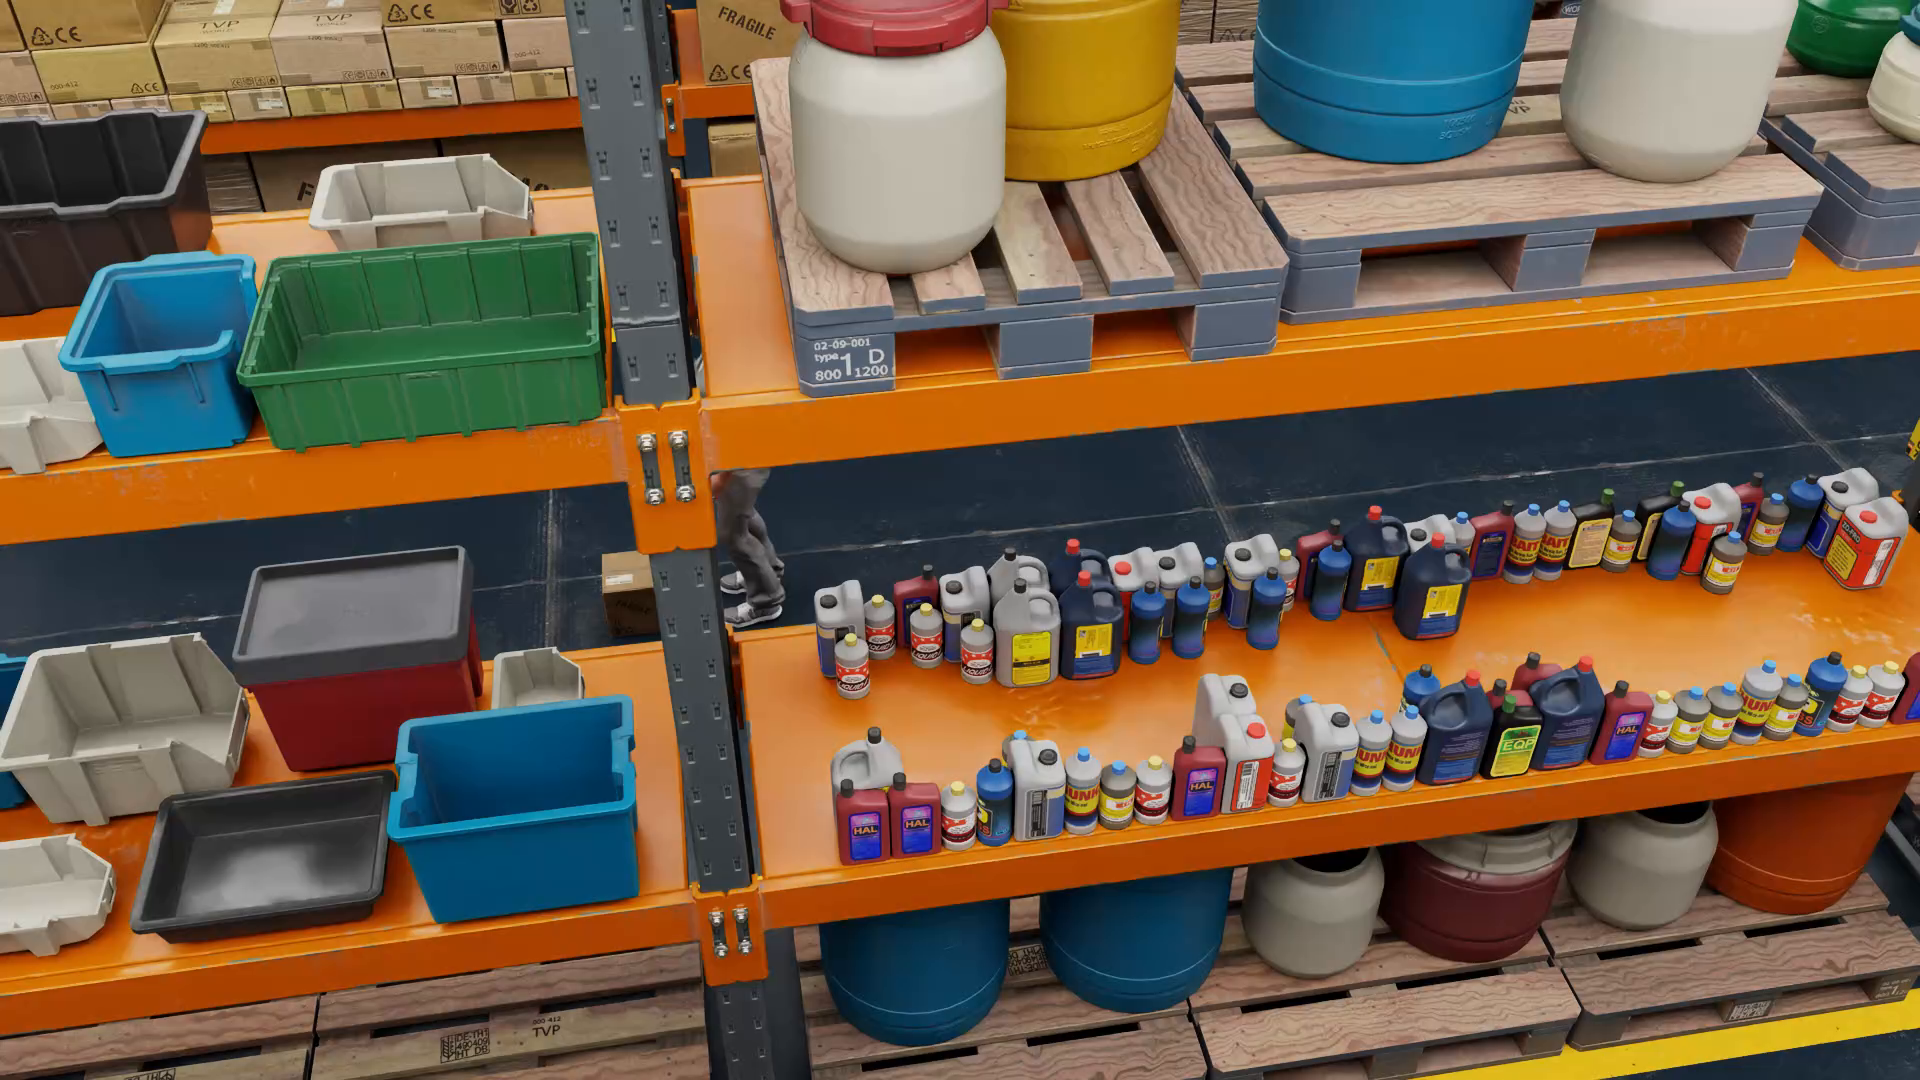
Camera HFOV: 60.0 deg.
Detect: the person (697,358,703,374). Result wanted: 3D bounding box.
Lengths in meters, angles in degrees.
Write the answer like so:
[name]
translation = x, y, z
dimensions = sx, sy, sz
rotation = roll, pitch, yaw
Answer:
[person]
translation = -0.868, -0.543, 6.407
dimensions = 0.280, 0.564, 0.415
rotation = -6, 40, -7
